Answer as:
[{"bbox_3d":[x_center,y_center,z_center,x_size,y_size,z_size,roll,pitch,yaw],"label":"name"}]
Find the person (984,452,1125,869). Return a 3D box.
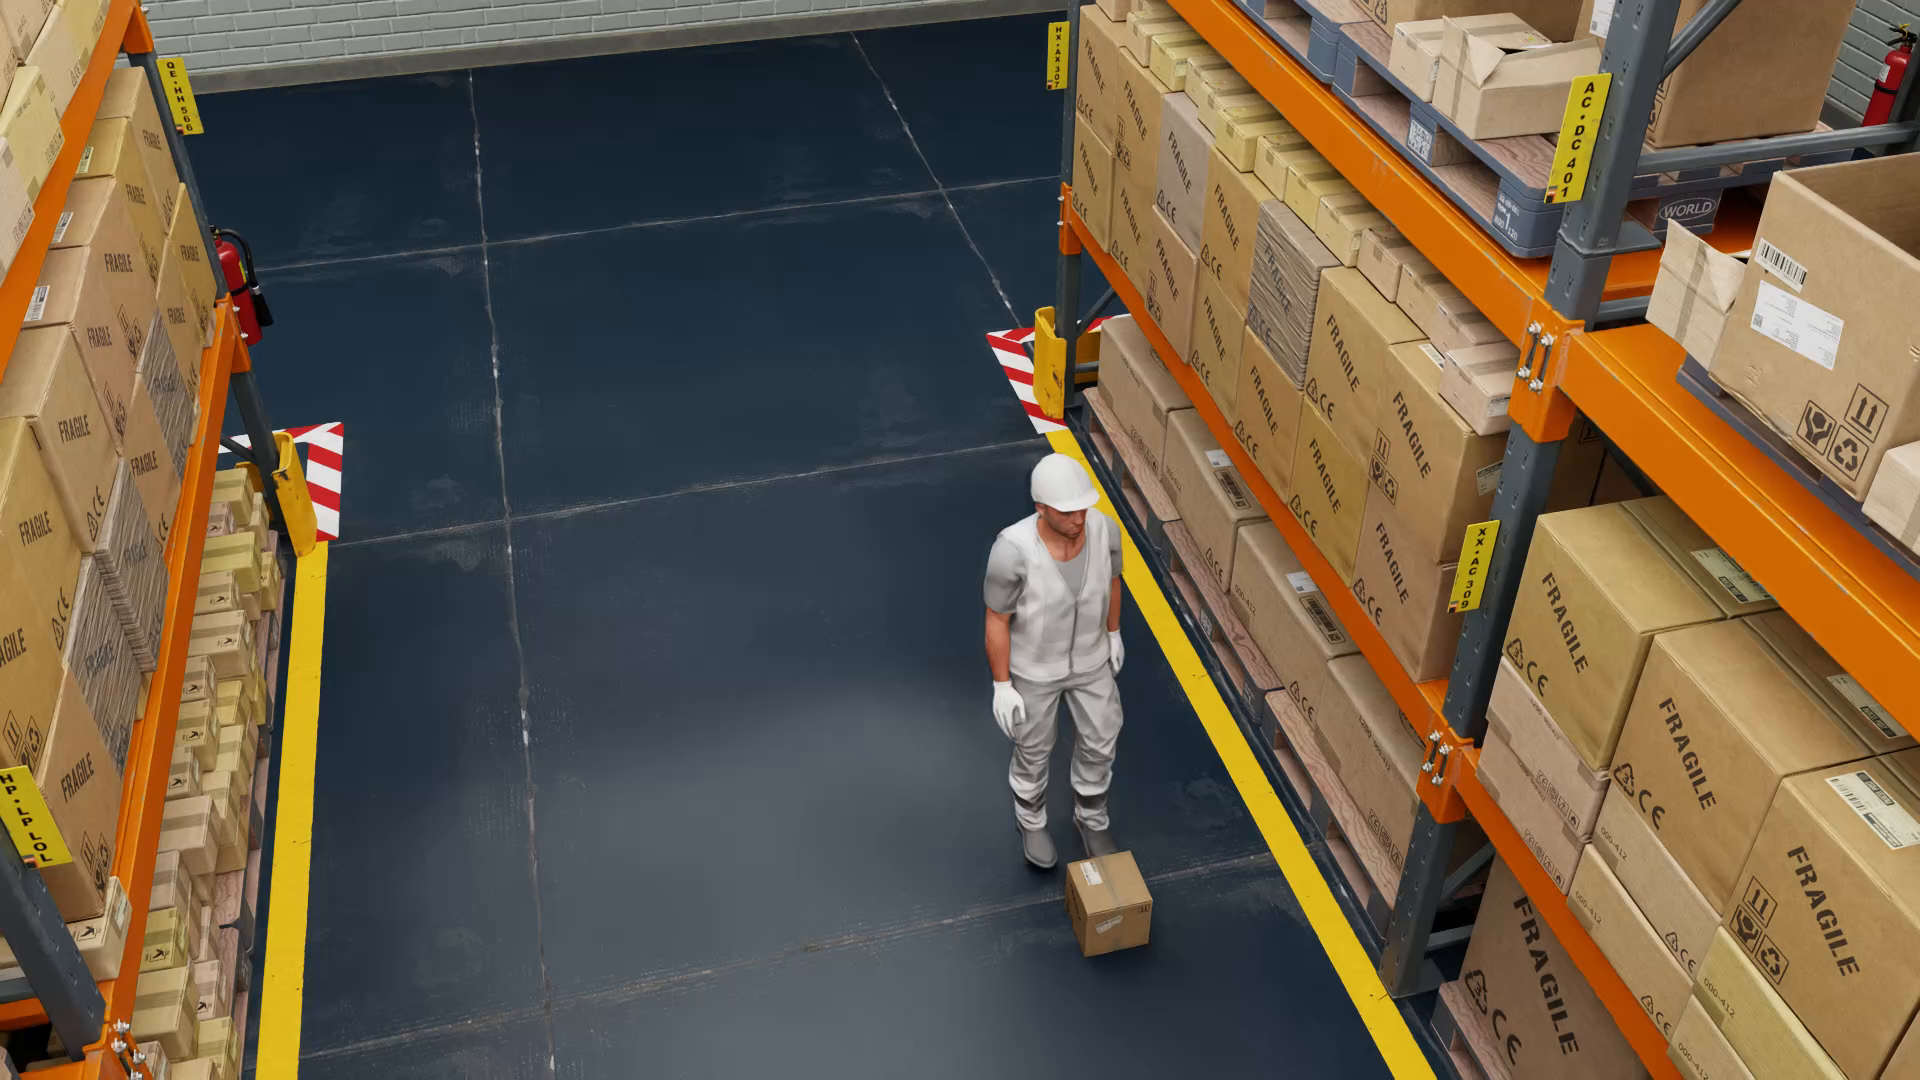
[{"bbox_3d":[0.369,0.494,6.059,0.598,1.837,0.448,-13,40,-16],"label":"person"}]
